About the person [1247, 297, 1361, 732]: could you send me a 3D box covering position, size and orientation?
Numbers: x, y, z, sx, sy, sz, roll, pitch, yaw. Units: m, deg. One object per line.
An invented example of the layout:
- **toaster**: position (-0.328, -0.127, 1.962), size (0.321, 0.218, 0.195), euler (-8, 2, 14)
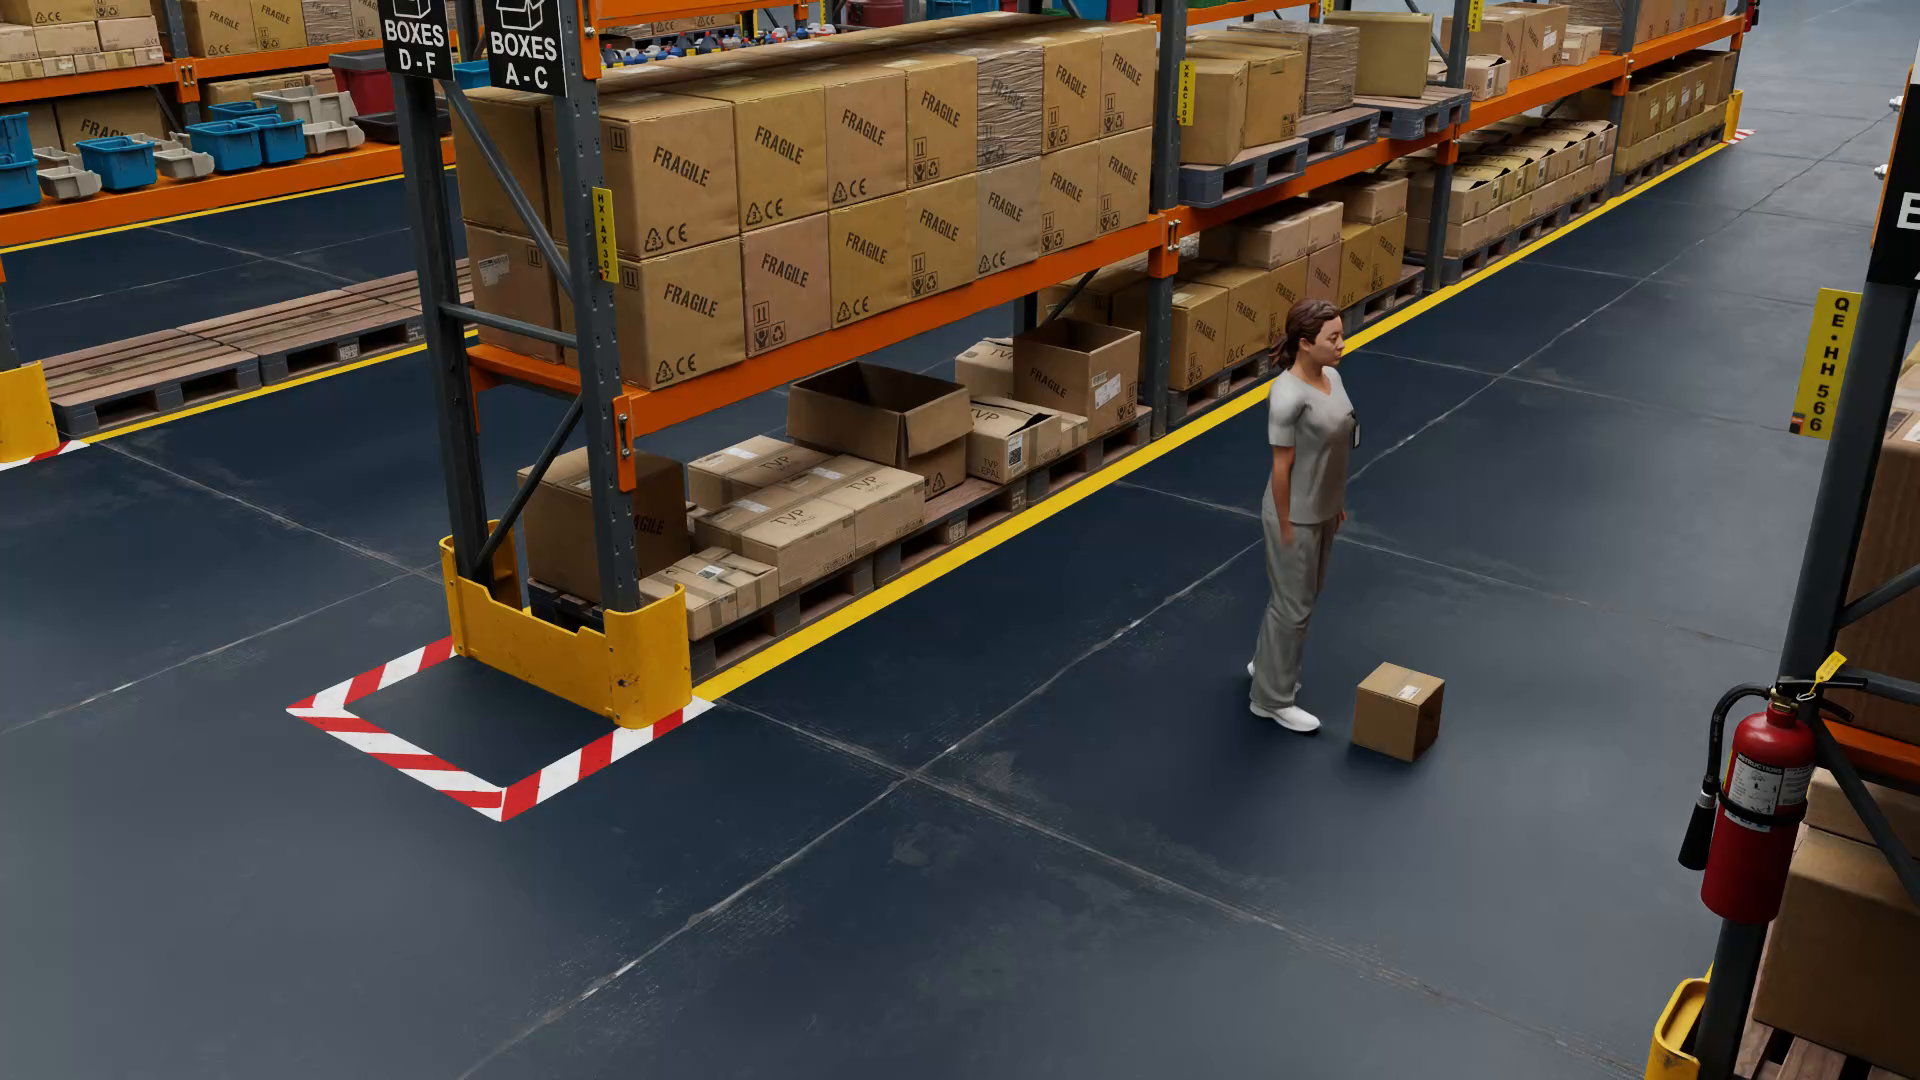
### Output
- **person**: position (1.300, -0.069, 6.363), size (0.442, 1.748, 0.443), euler (18, 29, 35)
